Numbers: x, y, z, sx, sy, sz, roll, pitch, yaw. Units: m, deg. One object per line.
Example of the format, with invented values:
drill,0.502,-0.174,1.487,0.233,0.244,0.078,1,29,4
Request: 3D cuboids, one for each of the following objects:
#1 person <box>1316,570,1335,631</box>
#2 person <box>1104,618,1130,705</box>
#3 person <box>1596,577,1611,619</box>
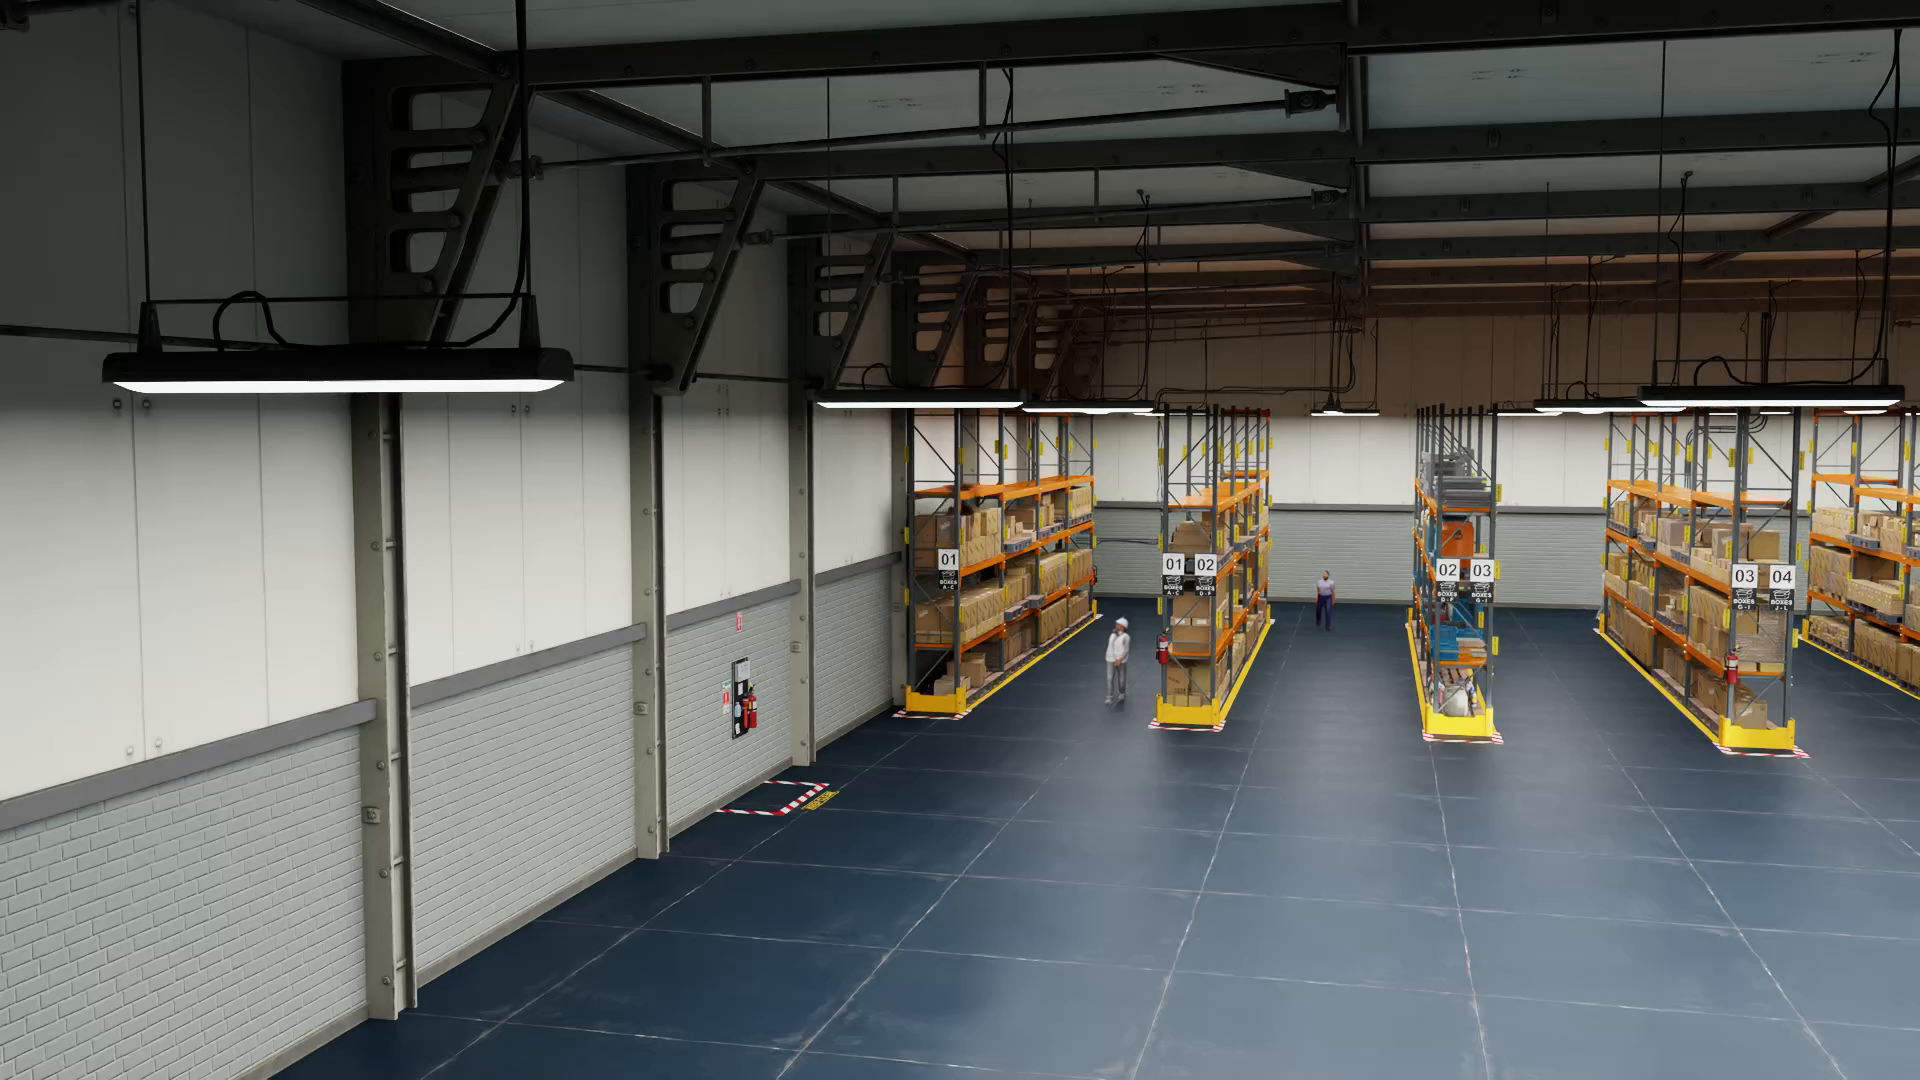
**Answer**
person,9.915,1.631,45.101,0.508,1.595,0.665,1,4,12
person,3.156,2.432,33.338,0.495,1.705,1.045,1,4,12
person,18.332,1.508,46.776,0.555,1.631,0.967,-1,4,-16
